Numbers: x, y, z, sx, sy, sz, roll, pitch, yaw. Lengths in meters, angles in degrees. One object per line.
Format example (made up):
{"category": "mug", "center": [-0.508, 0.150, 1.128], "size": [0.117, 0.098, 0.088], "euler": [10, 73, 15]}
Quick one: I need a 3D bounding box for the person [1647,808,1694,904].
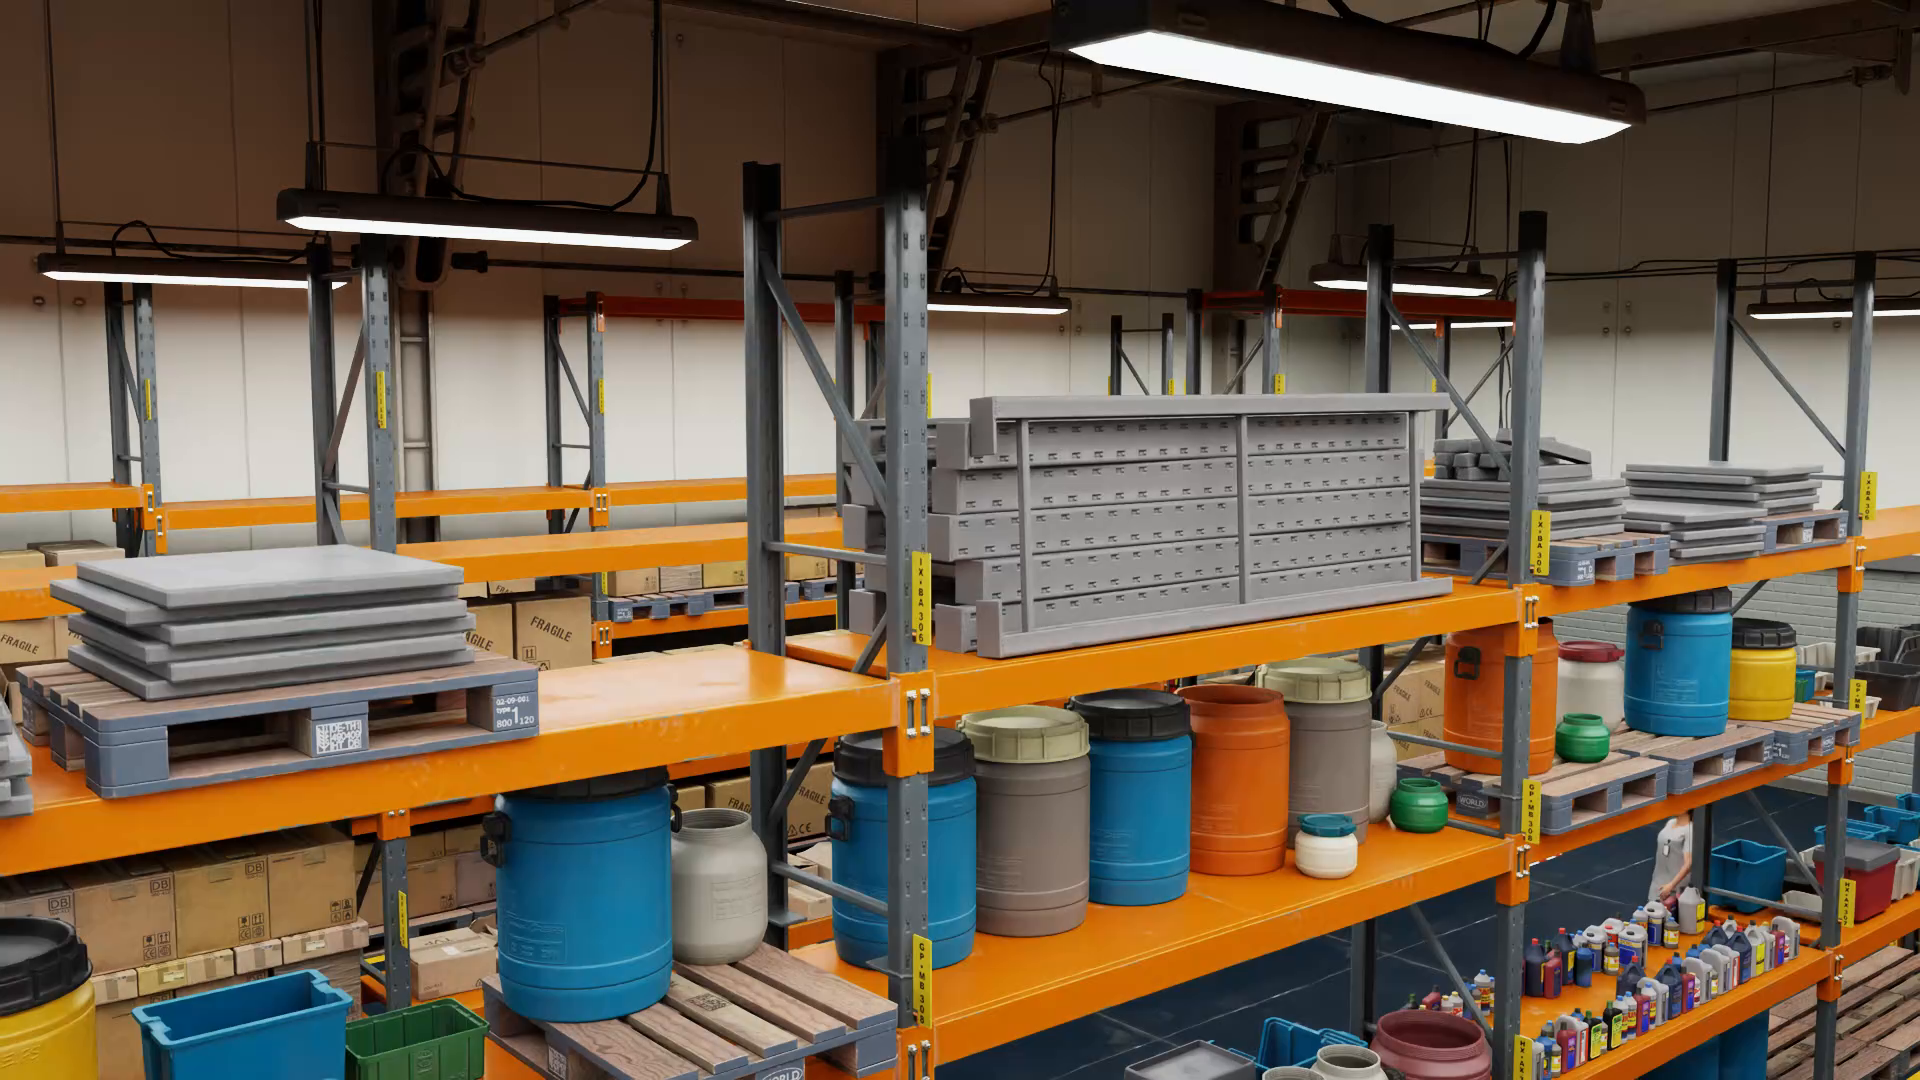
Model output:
{"category": "person", "center": [6.117, 2.978, 14.270], "size": [0.619, 1.685, 0.462], "euler": [-4, 7, -36]}
